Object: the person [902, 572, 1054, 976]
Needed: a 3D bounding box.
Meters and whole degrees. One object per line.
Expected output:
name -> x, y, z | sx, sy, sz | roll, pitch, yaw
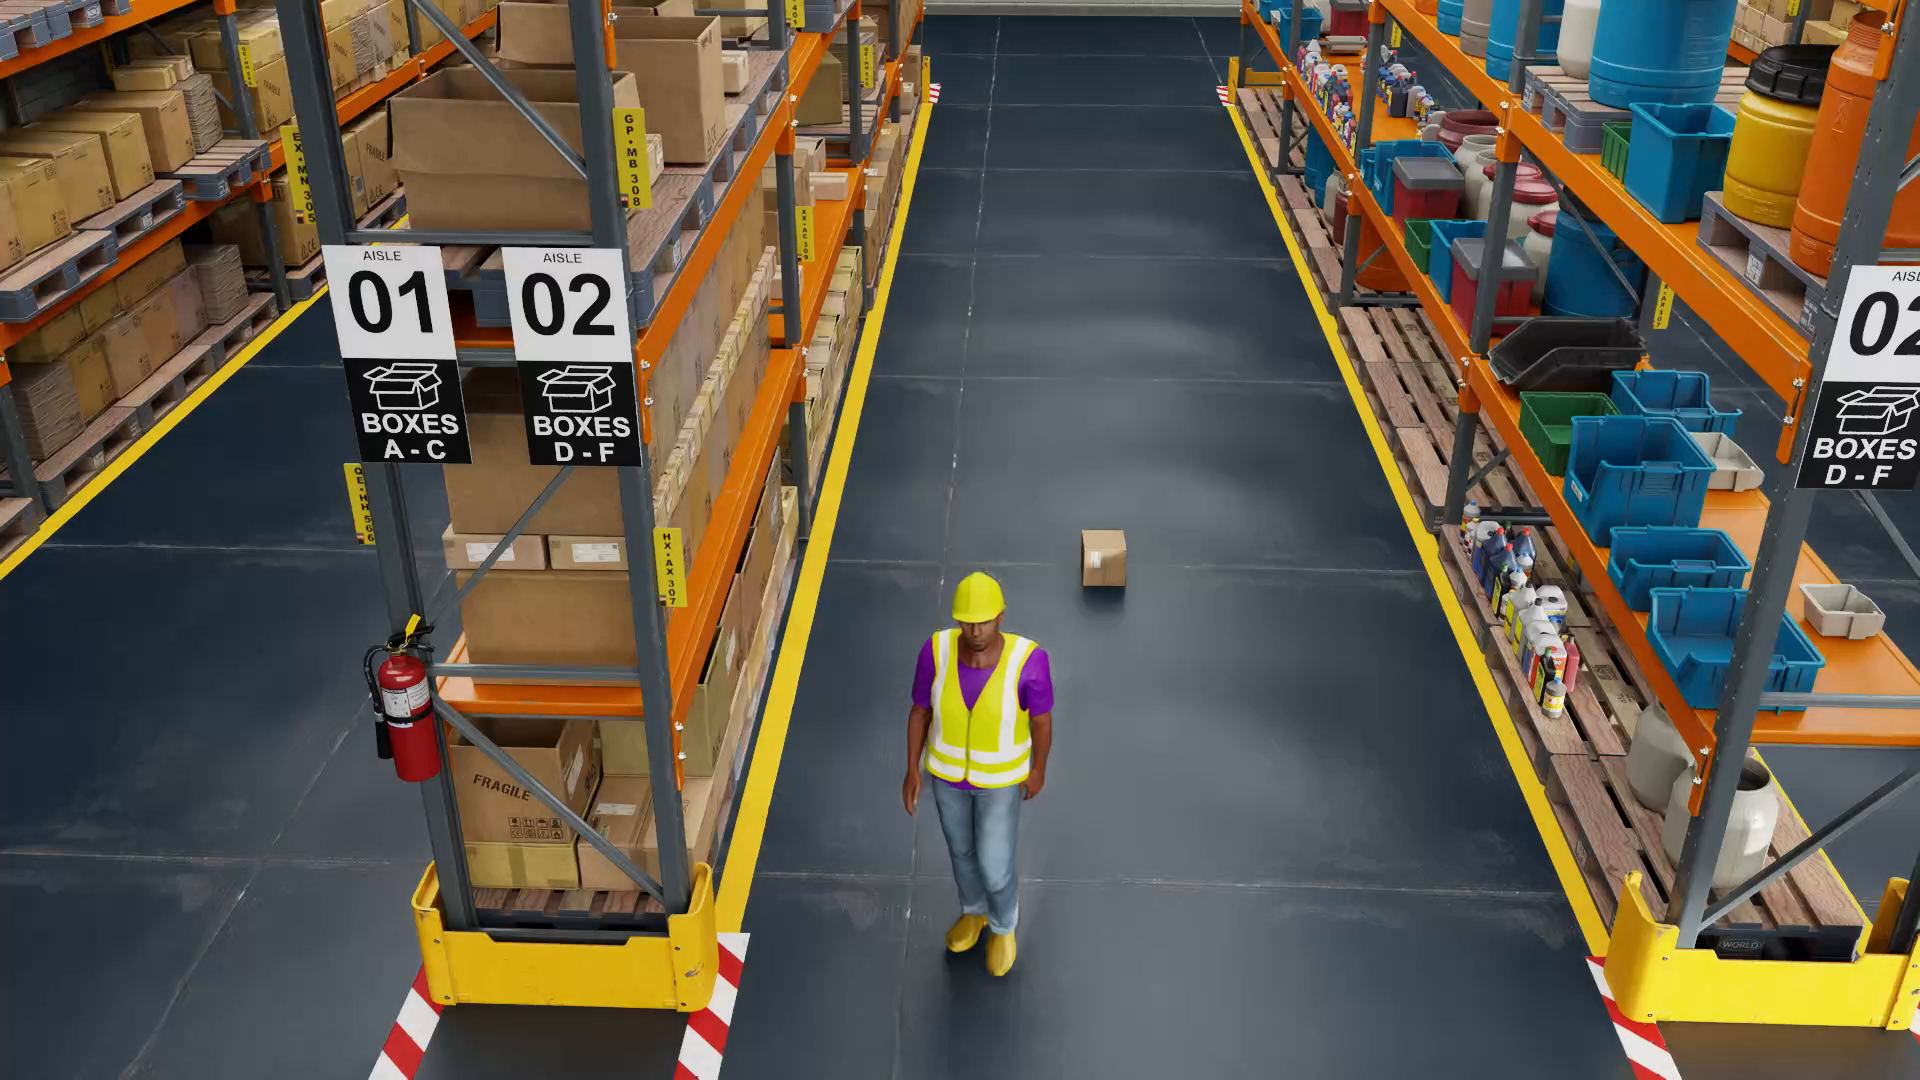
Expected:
person -> 0.053, 0.978, 6.732 | 0.569, 1.803, 0.478 | 9, 29, 16
